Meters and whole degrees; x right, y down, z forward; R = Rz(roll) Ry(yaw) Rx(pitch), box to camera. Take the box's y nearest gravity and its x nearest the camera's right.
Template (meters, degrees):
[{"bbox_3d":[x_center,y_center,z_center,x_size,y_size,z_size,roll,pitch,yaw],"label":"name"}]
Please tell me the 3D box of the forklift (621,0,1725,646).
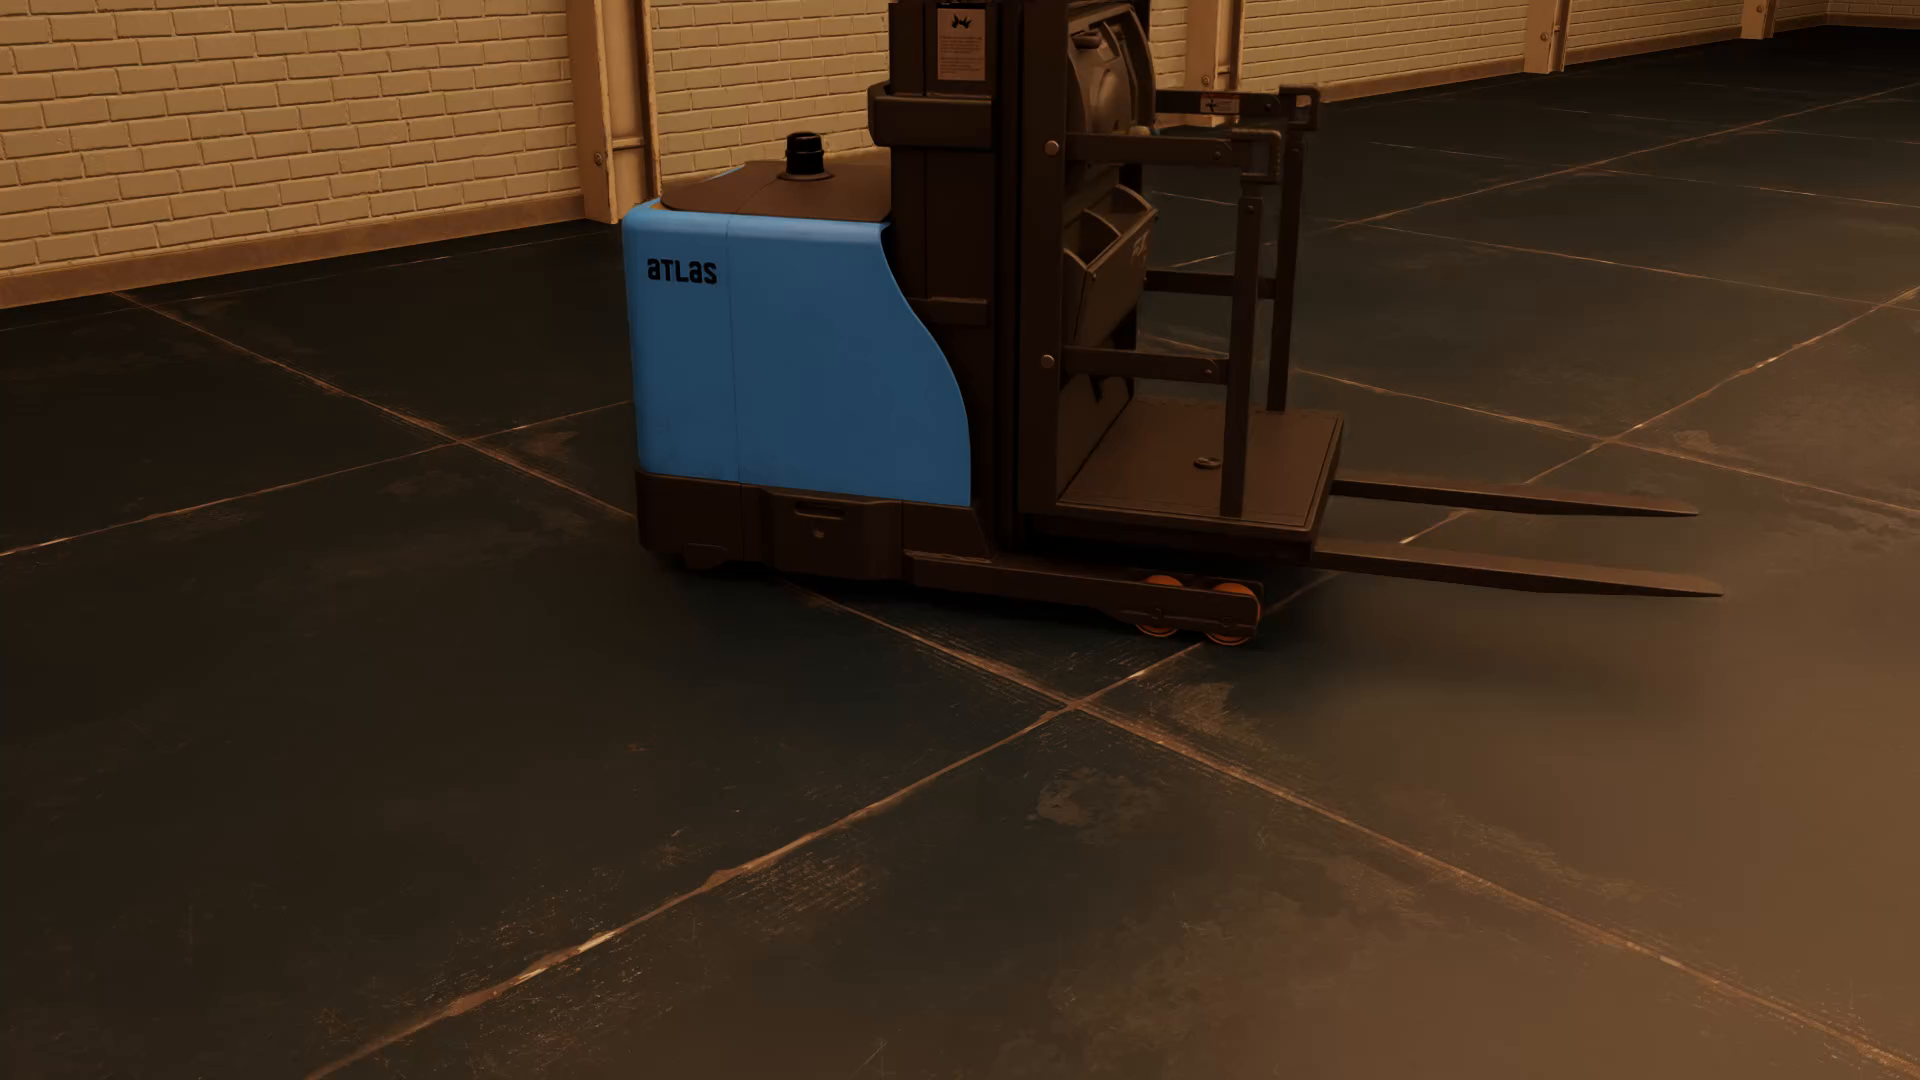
[{"bbox_3d":[0.608,-1.295,4.511,3.031,2.935,1.130,6,22,16],"label":"forklift"}]
